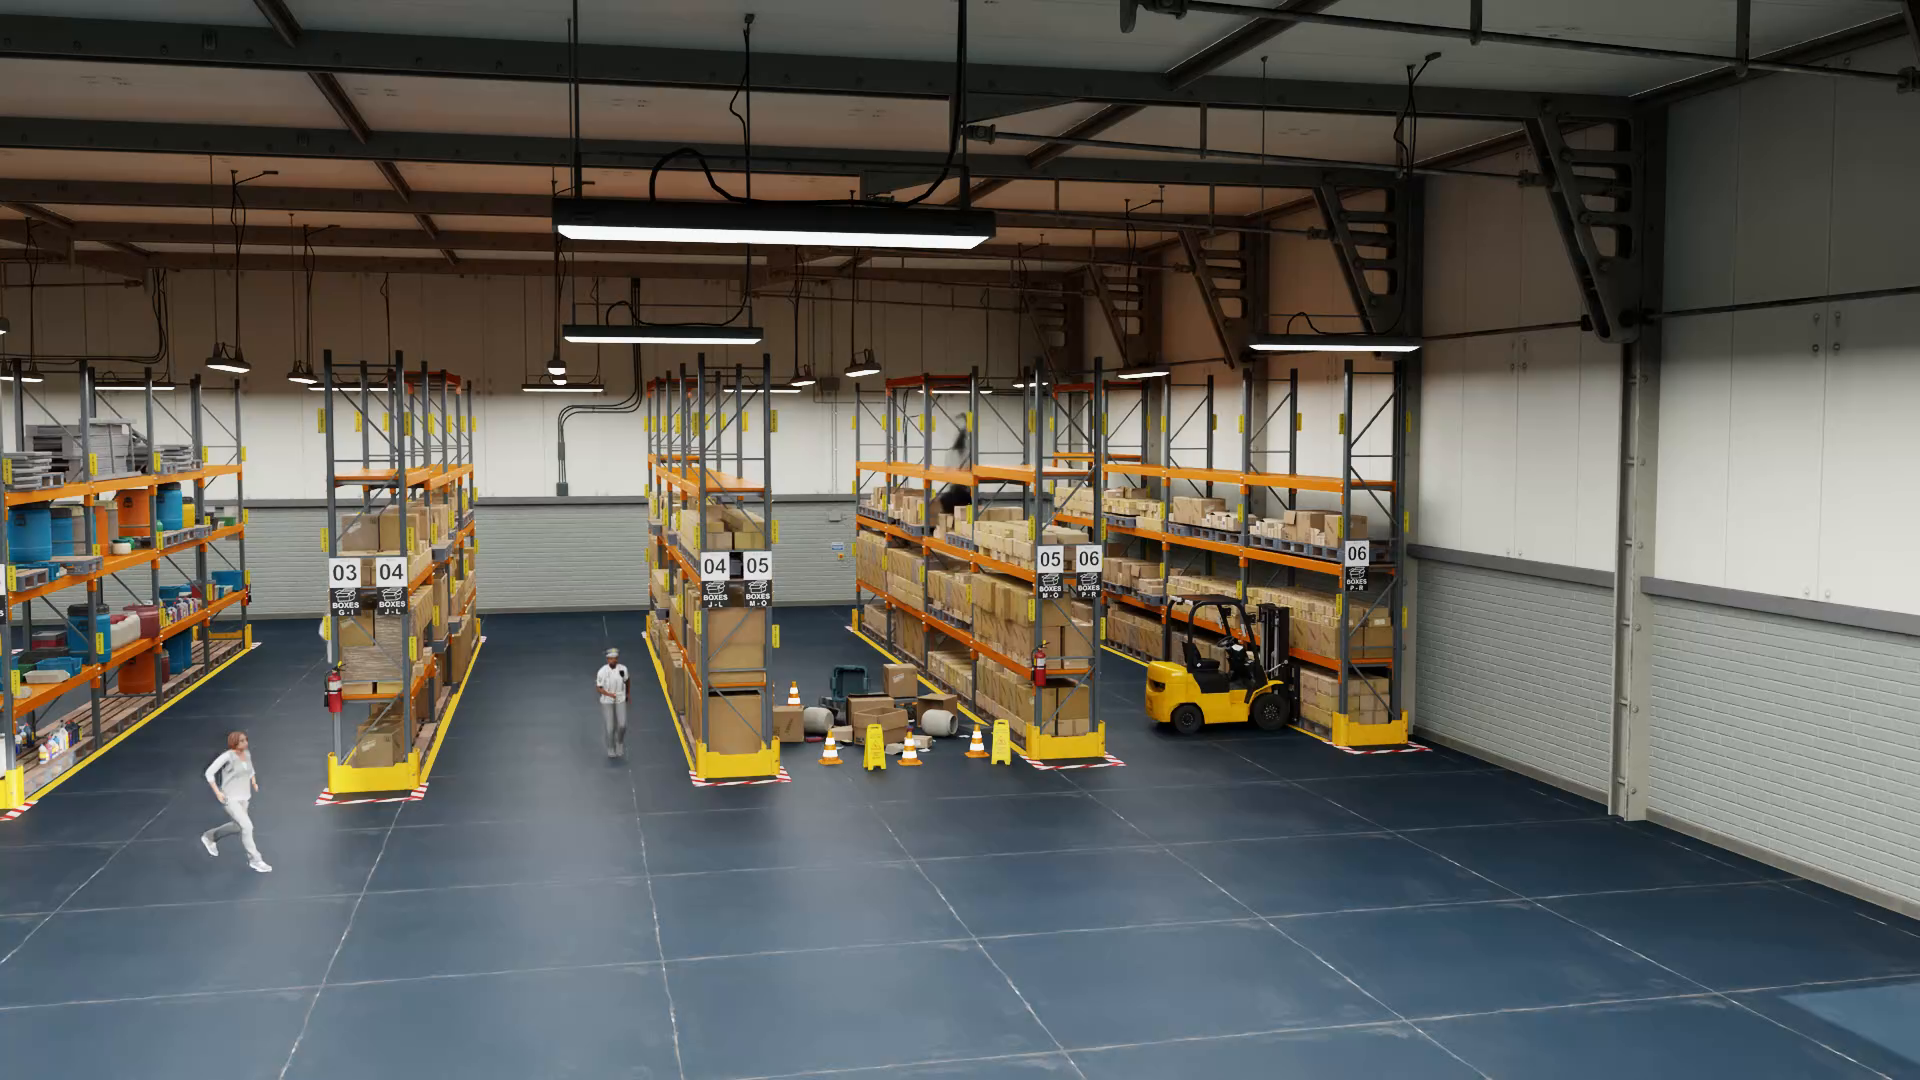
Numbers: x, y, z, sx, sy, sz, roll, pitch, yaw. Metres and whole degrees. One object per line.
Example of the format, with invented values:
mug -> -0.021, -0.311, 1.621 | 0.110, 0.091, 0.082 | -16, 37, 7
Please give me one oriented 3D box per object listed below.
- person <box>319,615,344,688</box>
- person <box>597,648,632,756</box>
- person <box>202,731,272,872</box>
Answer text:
person -> -11.252, 2.000, 30.166 | 0.695, 1.828, 0.917 | -1, 4, -19
person -> -5.162, 2.431, 24.891 | 0.542, 1.650, 0.720 | -2, 4, -22
person -> -8.163, 2.918, 18.658 | 0.889, 1.588, 0.559 | 1, 4, 18
